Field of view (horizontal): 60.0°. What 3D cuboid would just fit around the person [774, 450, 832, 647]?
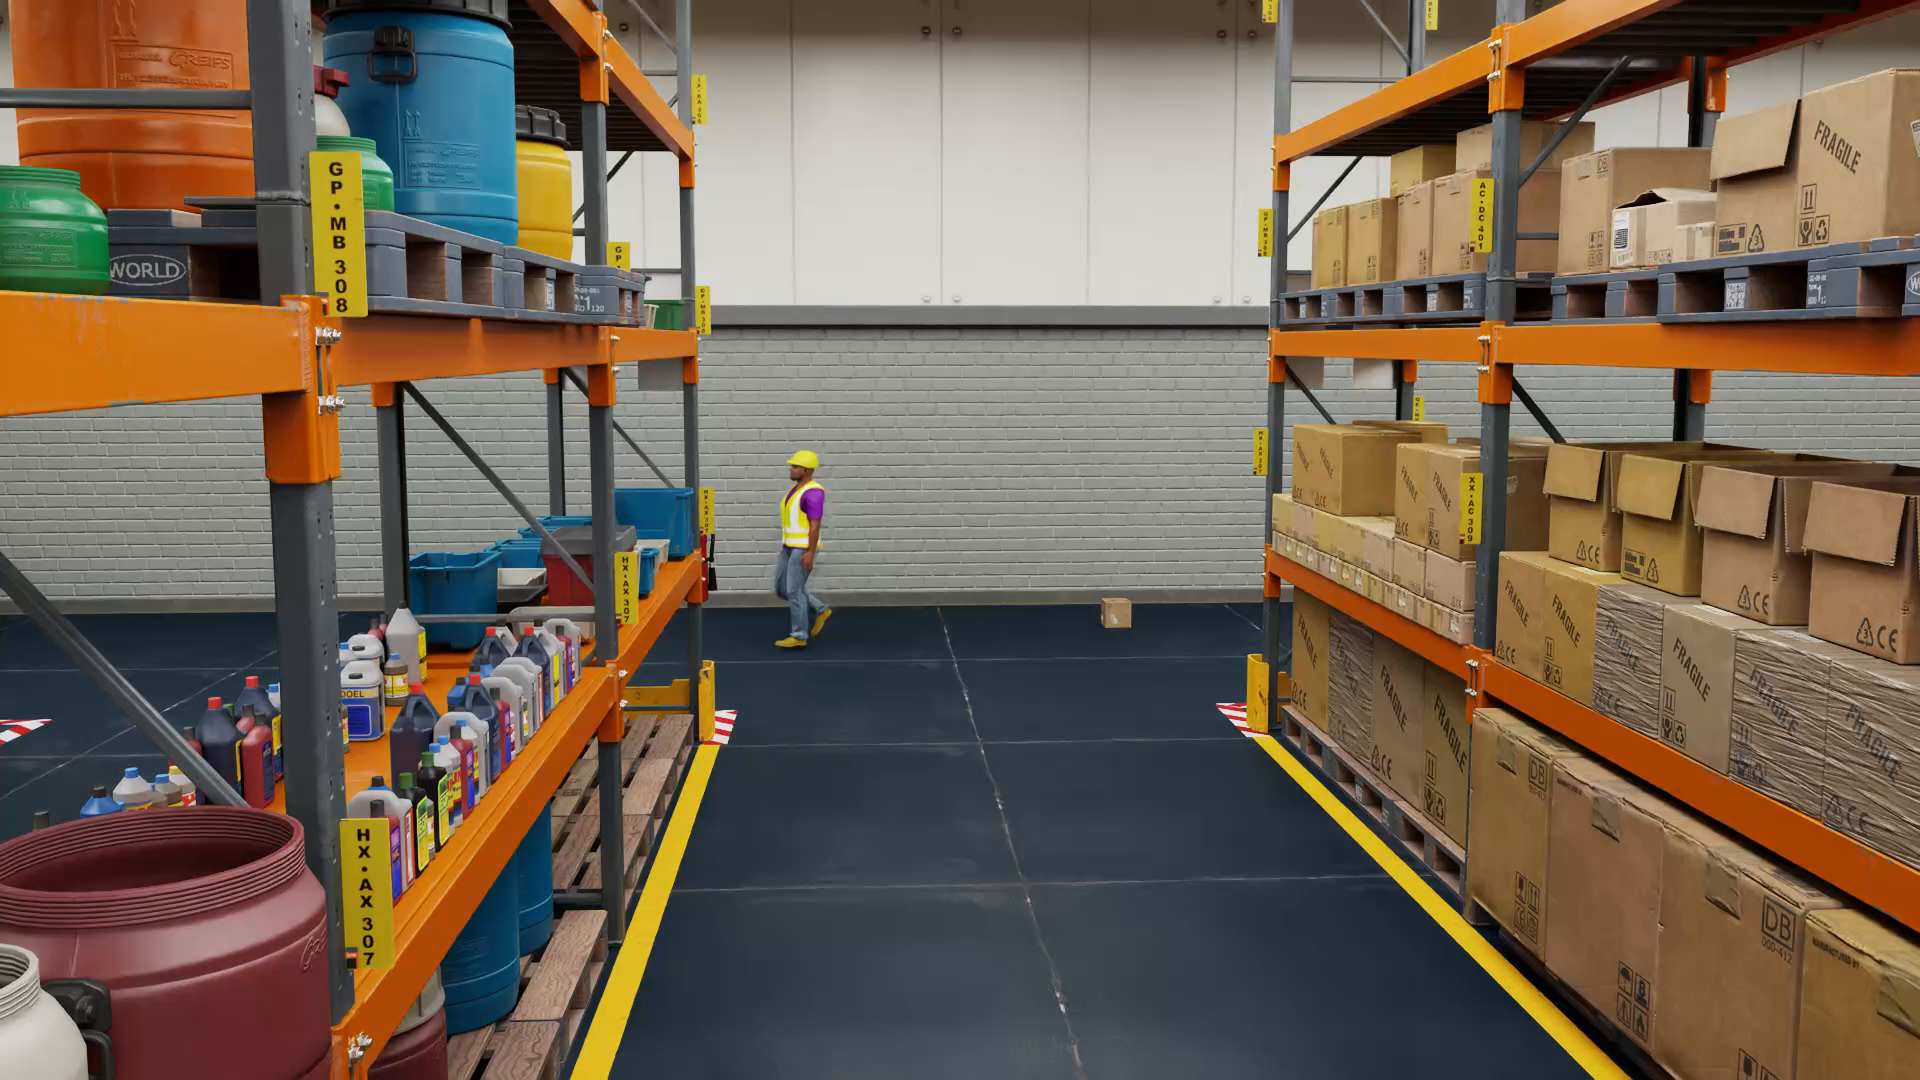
[{"bbox_3d":[-1.402,0.072,14.867,0.606,1.756,0.571,-3,8,-26],"label":"person"}]
